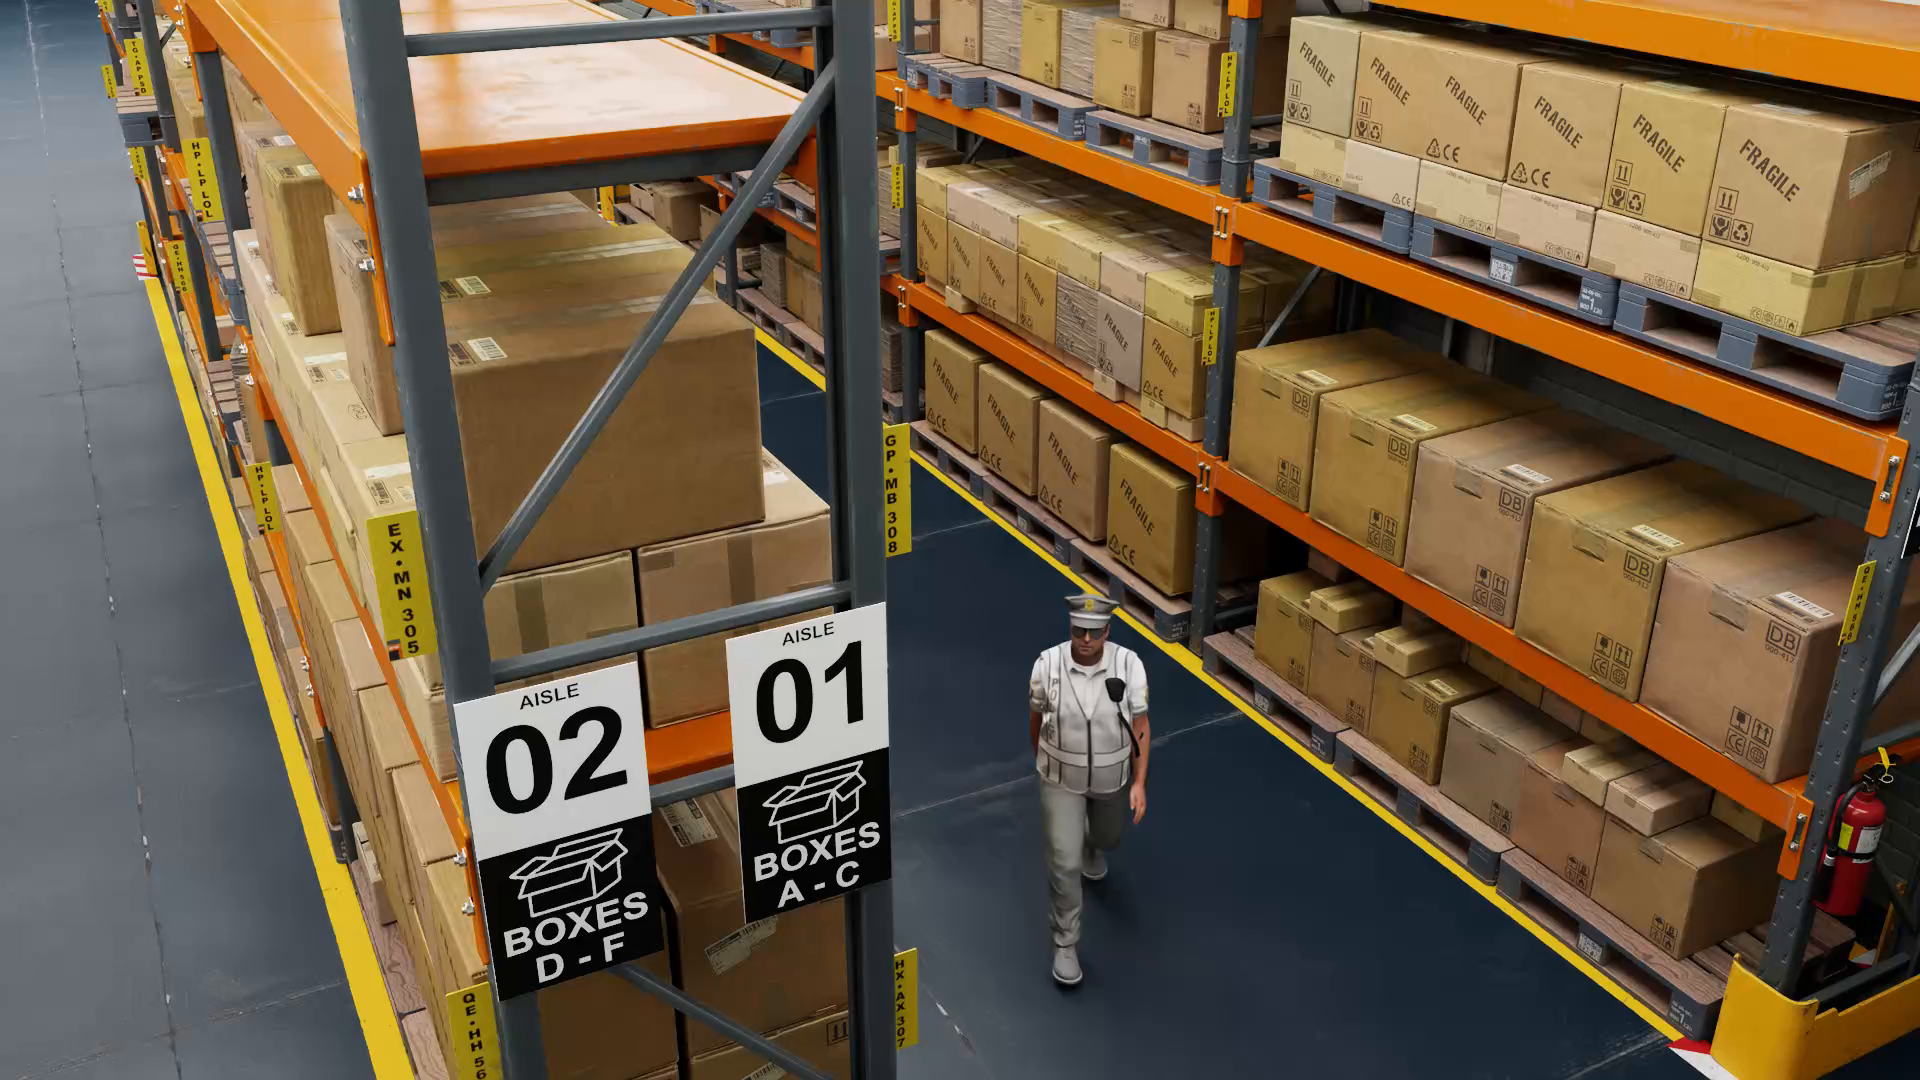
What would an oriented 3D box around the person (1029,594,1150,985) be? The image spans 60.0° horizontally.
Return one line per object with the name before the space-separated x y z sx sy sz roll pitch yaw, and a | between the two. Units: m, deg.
person | 0.572 1.000 7.455 0.523 1.724 1.010 -1 25 -2
